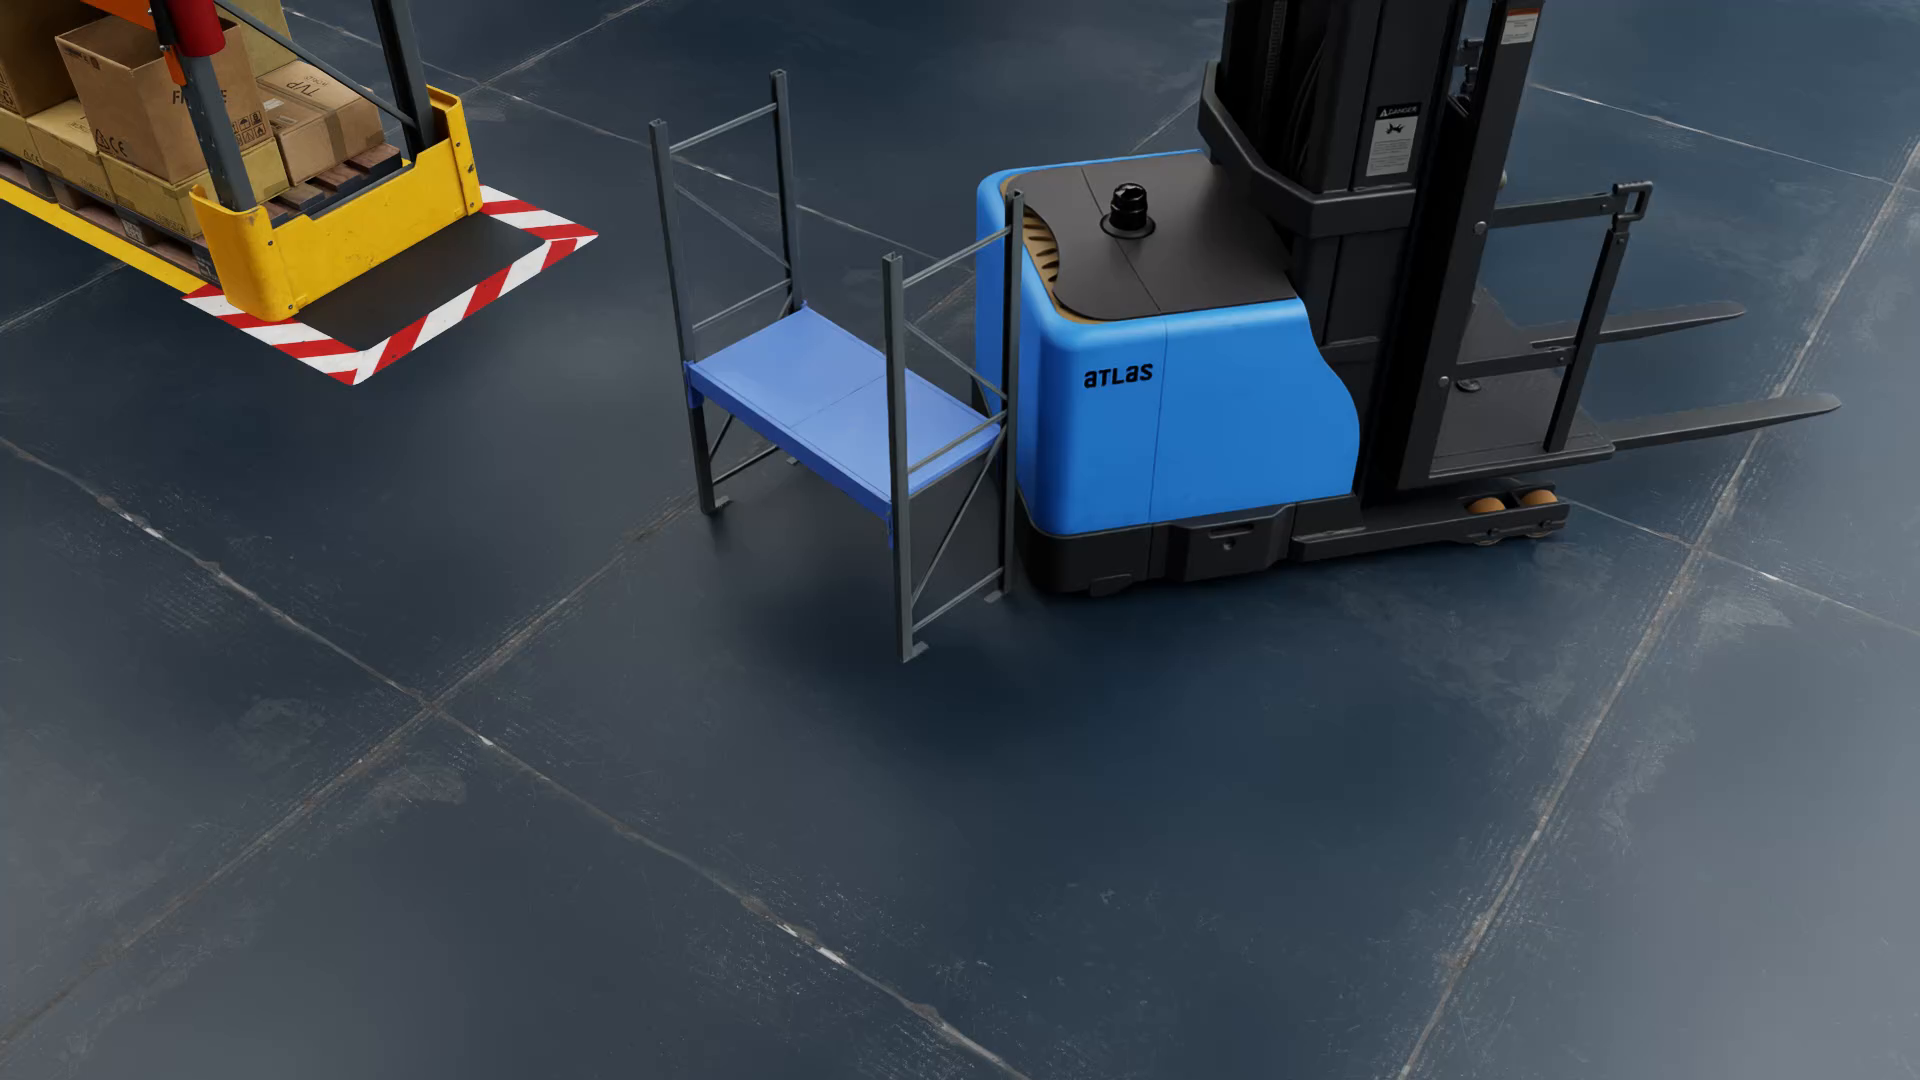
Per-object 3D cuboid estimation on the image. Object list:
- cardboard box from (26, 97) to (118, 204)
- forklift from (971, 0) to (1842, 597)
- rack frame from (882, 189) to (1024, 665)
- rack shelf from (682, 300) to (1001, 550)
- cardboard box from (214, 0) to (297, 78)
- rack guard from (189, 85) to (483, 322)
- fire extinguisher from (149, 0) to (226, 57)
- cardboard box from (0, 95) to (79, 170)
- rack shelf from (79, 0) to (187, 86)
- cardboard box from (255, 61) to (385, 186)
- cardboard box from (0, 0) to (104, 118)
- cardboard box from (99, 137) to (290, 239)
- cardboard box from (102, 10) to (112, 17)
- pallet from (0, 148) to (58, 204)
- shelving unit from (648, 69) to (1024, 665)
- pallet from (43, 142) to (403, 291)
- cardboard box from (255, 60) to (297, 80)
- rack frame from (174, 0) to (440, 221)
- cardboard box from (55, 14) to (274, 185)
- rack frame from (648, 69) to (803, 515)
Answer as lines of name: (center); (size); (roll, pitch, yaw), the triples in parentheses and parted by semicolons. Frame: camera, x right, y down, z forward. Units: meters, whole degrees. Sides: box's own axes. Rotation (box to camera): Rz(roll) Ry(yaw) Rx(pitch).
cardboard box: (-3.623, -1.736, 7.188); (0.500, 0.250, 0.500); (25, 48, 25)
forklift: (1.613, -1.410, 5.128); (3.031, 2.935, 1.130); (-8, 42, -9)
rack frame: (-0.013, -0.285, 4.944); (0.500, 1.500, 0.032); (-33, 51, -31)
rack shelf: (-0.368, -0.393, 5.335); (0.538, 0.185, 1.000); (-33, 51, -31)
cardboard box: (-3.319, -2.304, 7.260); (0.500, 0.500, 0.500); (25, 48, 25)
rack guard: (-2.578, -1.435, 6.979); (0.348, 0.500, 1.175); (25, 48, 25)
fire extinguisher: (-2.768, -2.048, 5.847); (0.183, 0.674, 0.296); (25, 48, 25)
cardboard box: (-4.033, -1.927, 7.401); (0.500, 0.250, 0.500); (25, 48, 25)
rack shelf: (-4.235, -2.873, 7.251); (4.000, 0.370, 1.077); (25, 48, 25)
cardboard box: (-2.909, -1.834, 7.297); (0.500, 0.250, 0.500); (25, 48, 25)
cardboard box: (-4.035, -2.204, 7.149); (0.500, 0.500, 0.500); (25, 48, 25)
cardboard box: (-3.206, -1.551, 6.981); (0.500, 0.250, 0.500); (25, 48, 25)
cardboard box: (-3.736, -2.488, 7.466); (0.500, 0.500, 0.500); (25, 48, 25)
pallet: (-4.242, -2.074, 7.909); (1.213, 0.211, 1.003); (25, 48, 25)
shelving unit: (-0.368, -0.527, 5.215); (0.538, 1.500, 1.048); (-33, 51, -31)
pallet: (-3.248, -1.606, 7.387); (1.213, 0.211, 1.003); (25, 48, 25)
cardboard box: (-3.320, -2.023, 7.509); (0.500, 0.250, 0.500); (25, 48, 25)
rack frame: (-2.598, -2.375, 6.155); (0.127, 3.000, 1.000); (25, 48, 25)
cardboard box: (-3.208, -1.830, 6.730); (0.500, 0.500, 0.500); (25, 48, 25)
rack frame: (-0.723, -0.770, 5.486); (0.500, 1.500, 0.032); (-33, 51, -31)
